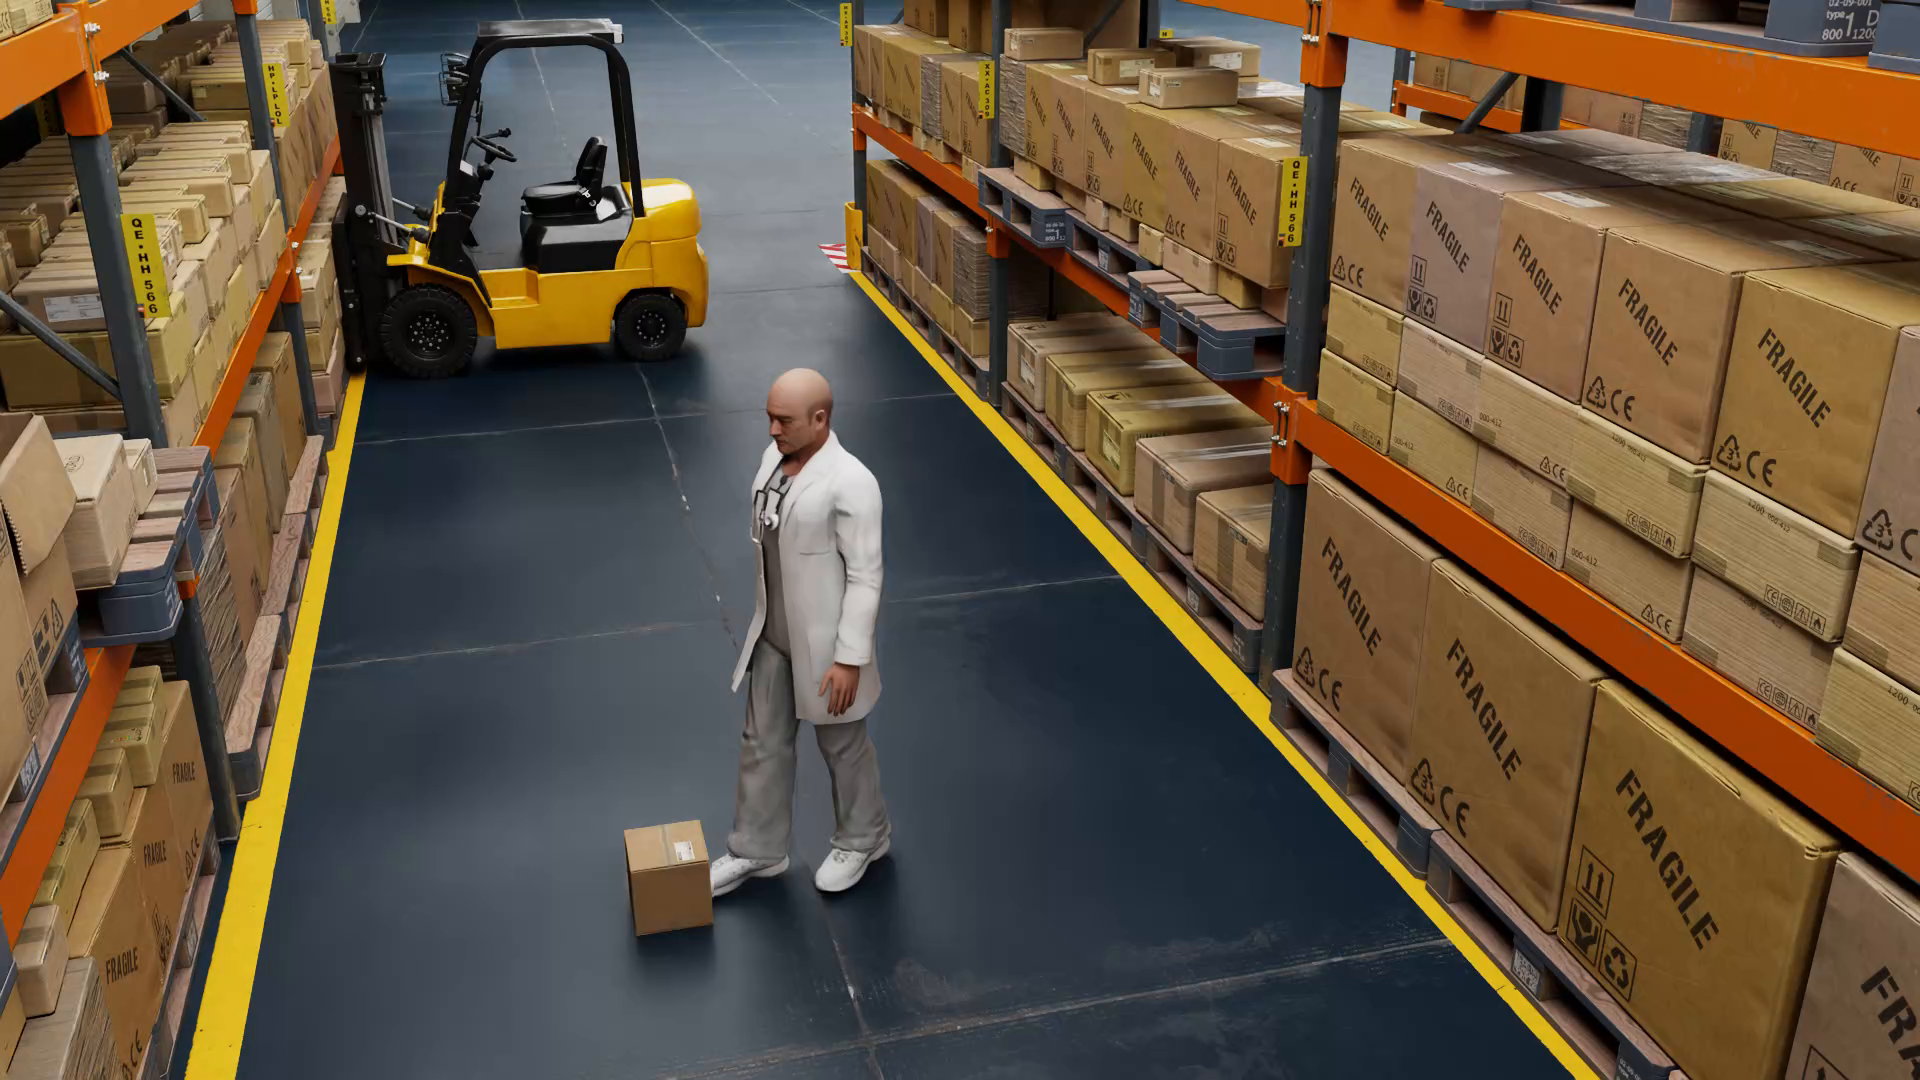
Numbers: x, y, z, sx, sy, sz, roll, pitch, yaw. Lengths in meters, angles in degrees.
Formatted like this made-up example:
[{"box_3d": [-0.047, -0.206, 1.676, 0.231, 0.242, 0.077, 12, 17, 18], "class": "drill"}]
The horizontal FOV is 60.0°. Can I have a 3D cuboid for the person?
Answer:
[{"box_3d": [-0.532, 0.334, 5.278, 0.702, 1.777, 0.633, -19, 29, -39], "class": "person"}]
